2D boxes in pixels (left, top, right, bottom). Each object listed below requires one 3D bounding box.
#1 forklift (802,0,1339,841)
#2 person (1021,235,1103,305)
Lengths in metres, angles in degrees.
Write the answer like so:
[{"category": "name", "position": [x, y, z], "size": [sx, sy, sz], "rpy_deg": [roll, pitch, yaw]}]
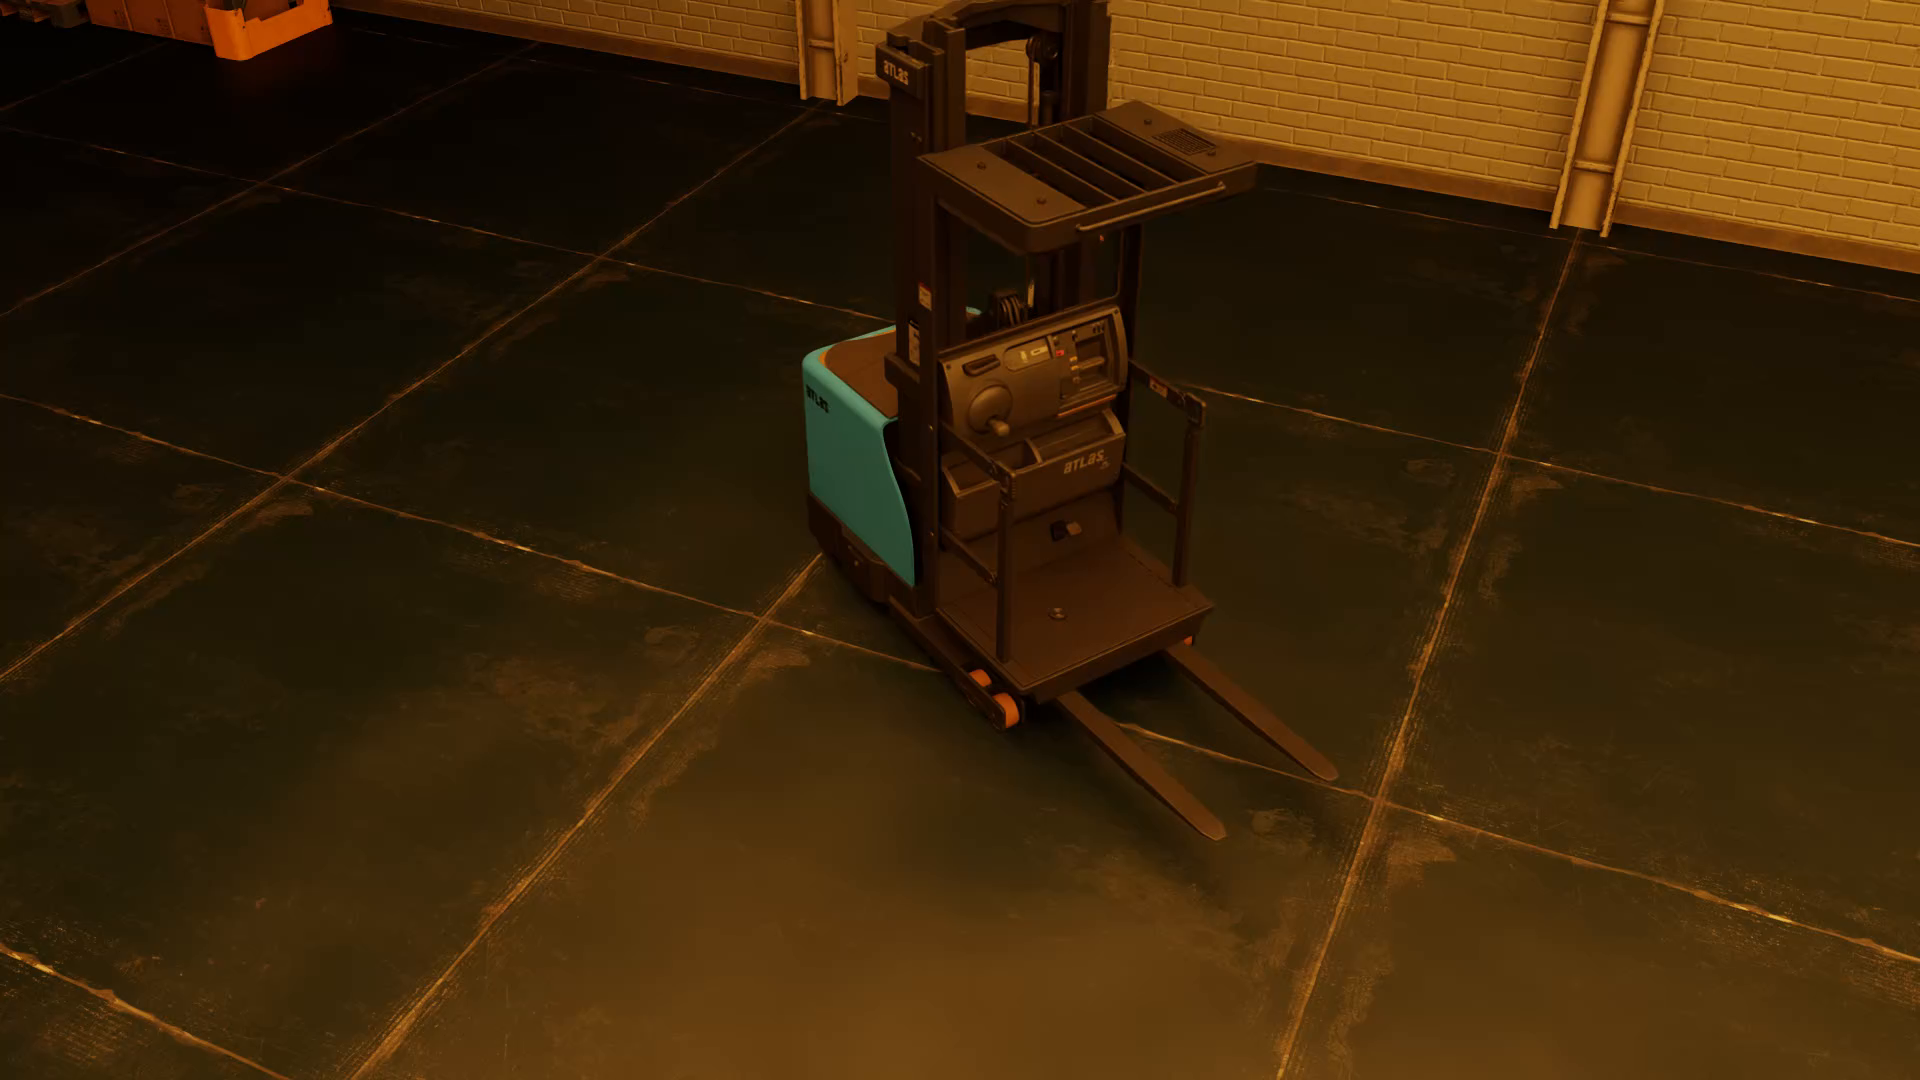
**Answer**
[{"category": "forklift", "position": [0.452, -0.663, 7.016], "size": [1.130, 2.935, 3.031], "rpy_deg": [-21, 41, -27]}, {"category": "person", "position": [0.510, -1.029, 8.743], "size": [0.405, 1.563, 0.730], "rpy_deg": [24, 42, 30]}]
